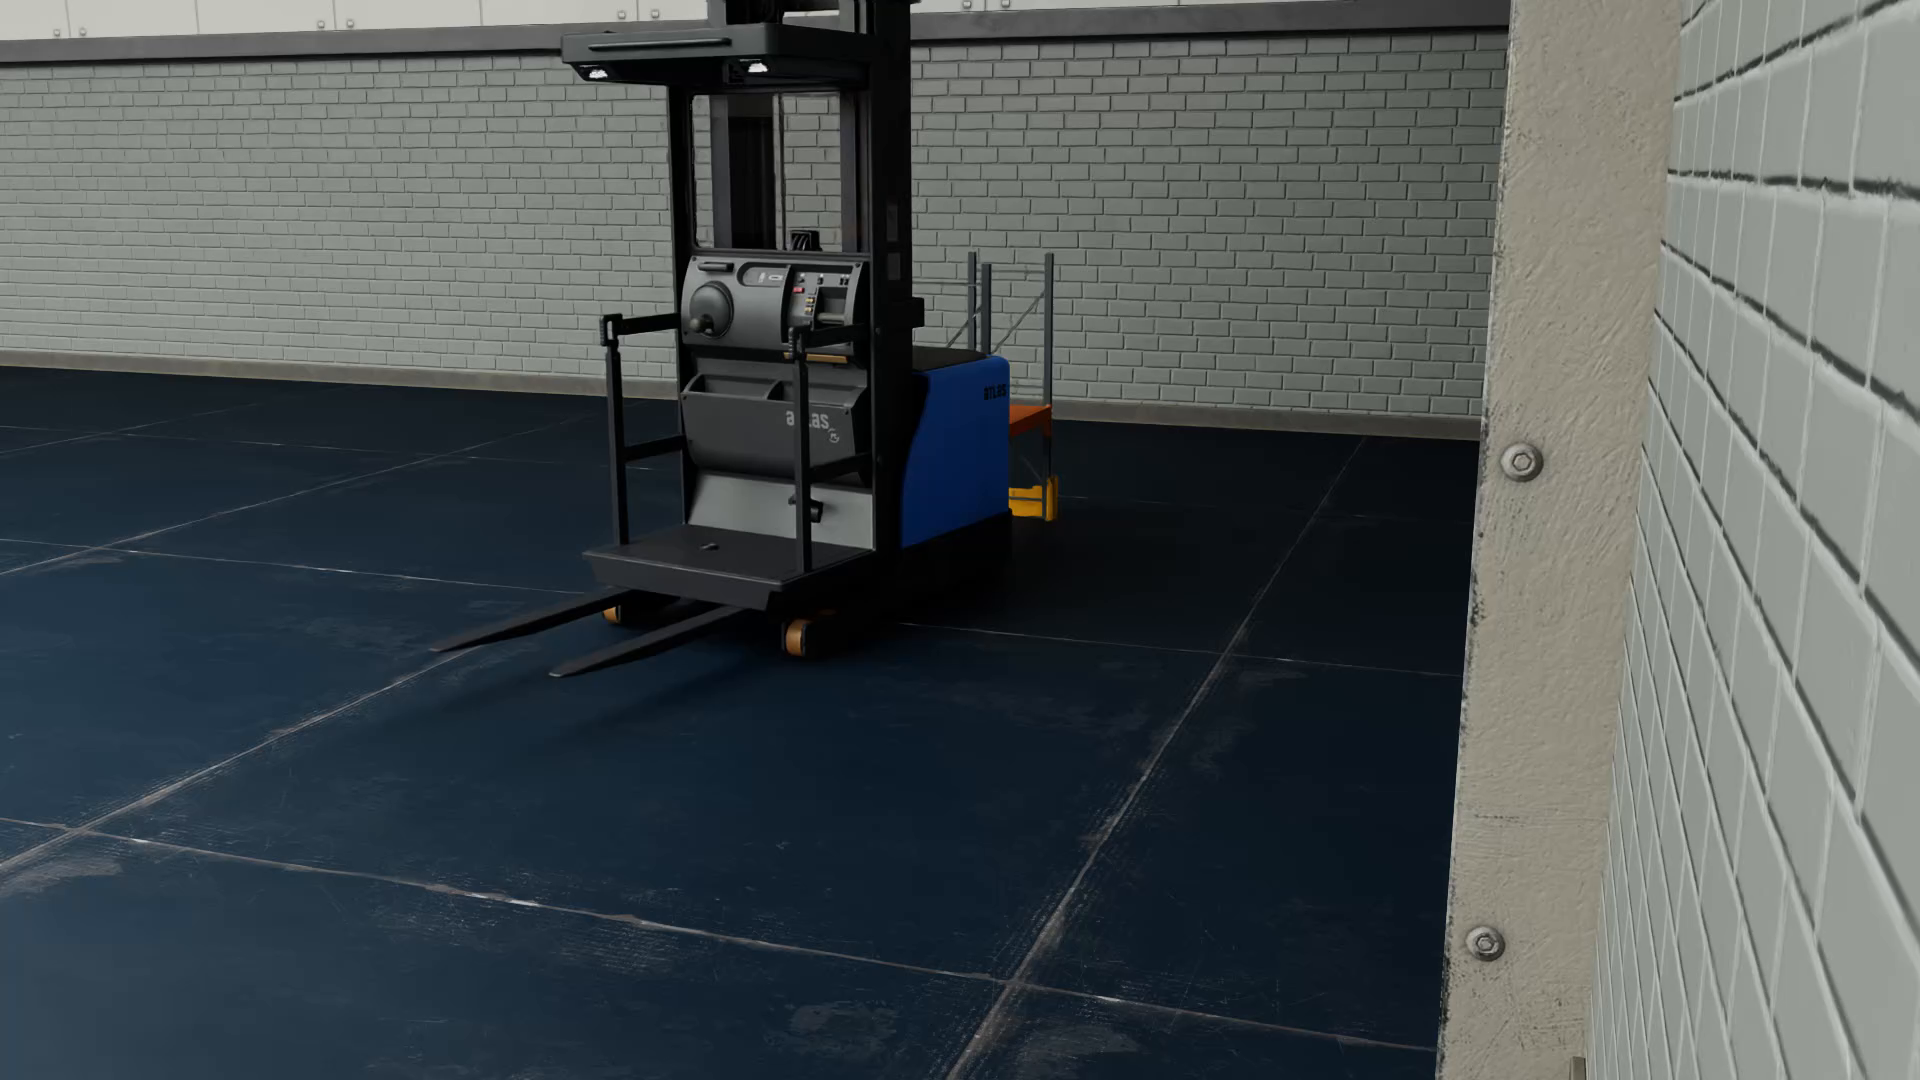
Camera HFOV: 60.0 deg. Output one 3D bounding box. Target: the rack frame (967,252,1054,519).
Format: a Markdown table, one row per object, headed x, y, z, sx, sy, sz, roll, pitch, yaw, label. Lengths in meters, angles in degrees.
| x | y | z | sx | sy | sz | roll | pitch | yaw | label |
| --- | --- | --- | --- | --- | --- | --- | --- | --- | --- |
| 0.281 | -0.874 | 9.450 | 0.500 | 1.500 | 0.032 | 5 | 14 | 20 | rack frame |

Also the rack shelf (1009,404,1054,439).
| x | y | z | sx | sy | sz | roll | pitch | yaw | label |
| --- | --- | --- | --- | --- | --- | --- | --- | --- | --- |
| 0.099 | -0.593 | 9.028 | 0.538 | 0.185 | 1.000 | 5 | 14 | 20 | rack shelf |

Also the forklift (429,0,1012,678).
| x | y | z | sx | sy | sz | roll | pitch | yaw | label |
| --- | --- | --- | --- | --- | --- | --- | --- | --- | --- |
| -0.927 | -1.056 | 7.034 | 1.130 | 2.935 | 3.031 | 8 | 15 | 30 | forklift |

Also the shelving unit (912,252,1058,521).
| x | y | z | sx | sy | sz | roll | pitch | yaw | label |
| --- | --- | --- | --- | --- | --- | --- | --- | --- | --- |
| 0.096 | -0.766 | 8.979 | 0.587 | 1.500 | 1.083 | 5 | 14 | 20 | shelving unit |

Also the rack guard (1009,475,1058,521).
| x | y | z | sx | sy | sz | roll | pitch | yaw | label |
| --- | --- | --- | --- | --- | --- | --- | --- | --- | --- |
| 0.274 | -0.260 | 9.572 | 0.587 | 0.250 | 0.087 | 5 | 14 | 20 | rack guard |

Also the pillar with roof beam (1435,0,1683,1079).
| x | y | z | sx | sy | sz | roll | pitch | yaw | label |
| --- | --- | --- | --- | --- | --- | --- | --- | --- | --- |
| -2.825 | -3.506 | 4.132 | 9.100 | 9.000 | 0.400 | 4 | 14 | 18 | pillar with roof beam |

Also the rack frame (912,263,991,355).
| x | y | z | sx | sy | sz | roll | pitch | yaw | label |
| --- | --- | --- | --- | --- | --- | --- | --- | --- | --- |
| -0.082 | -0.662 | 8.525 | 0.500 | 1.500 | 0.032 | 5 | 14 | 20 | rack frame |
